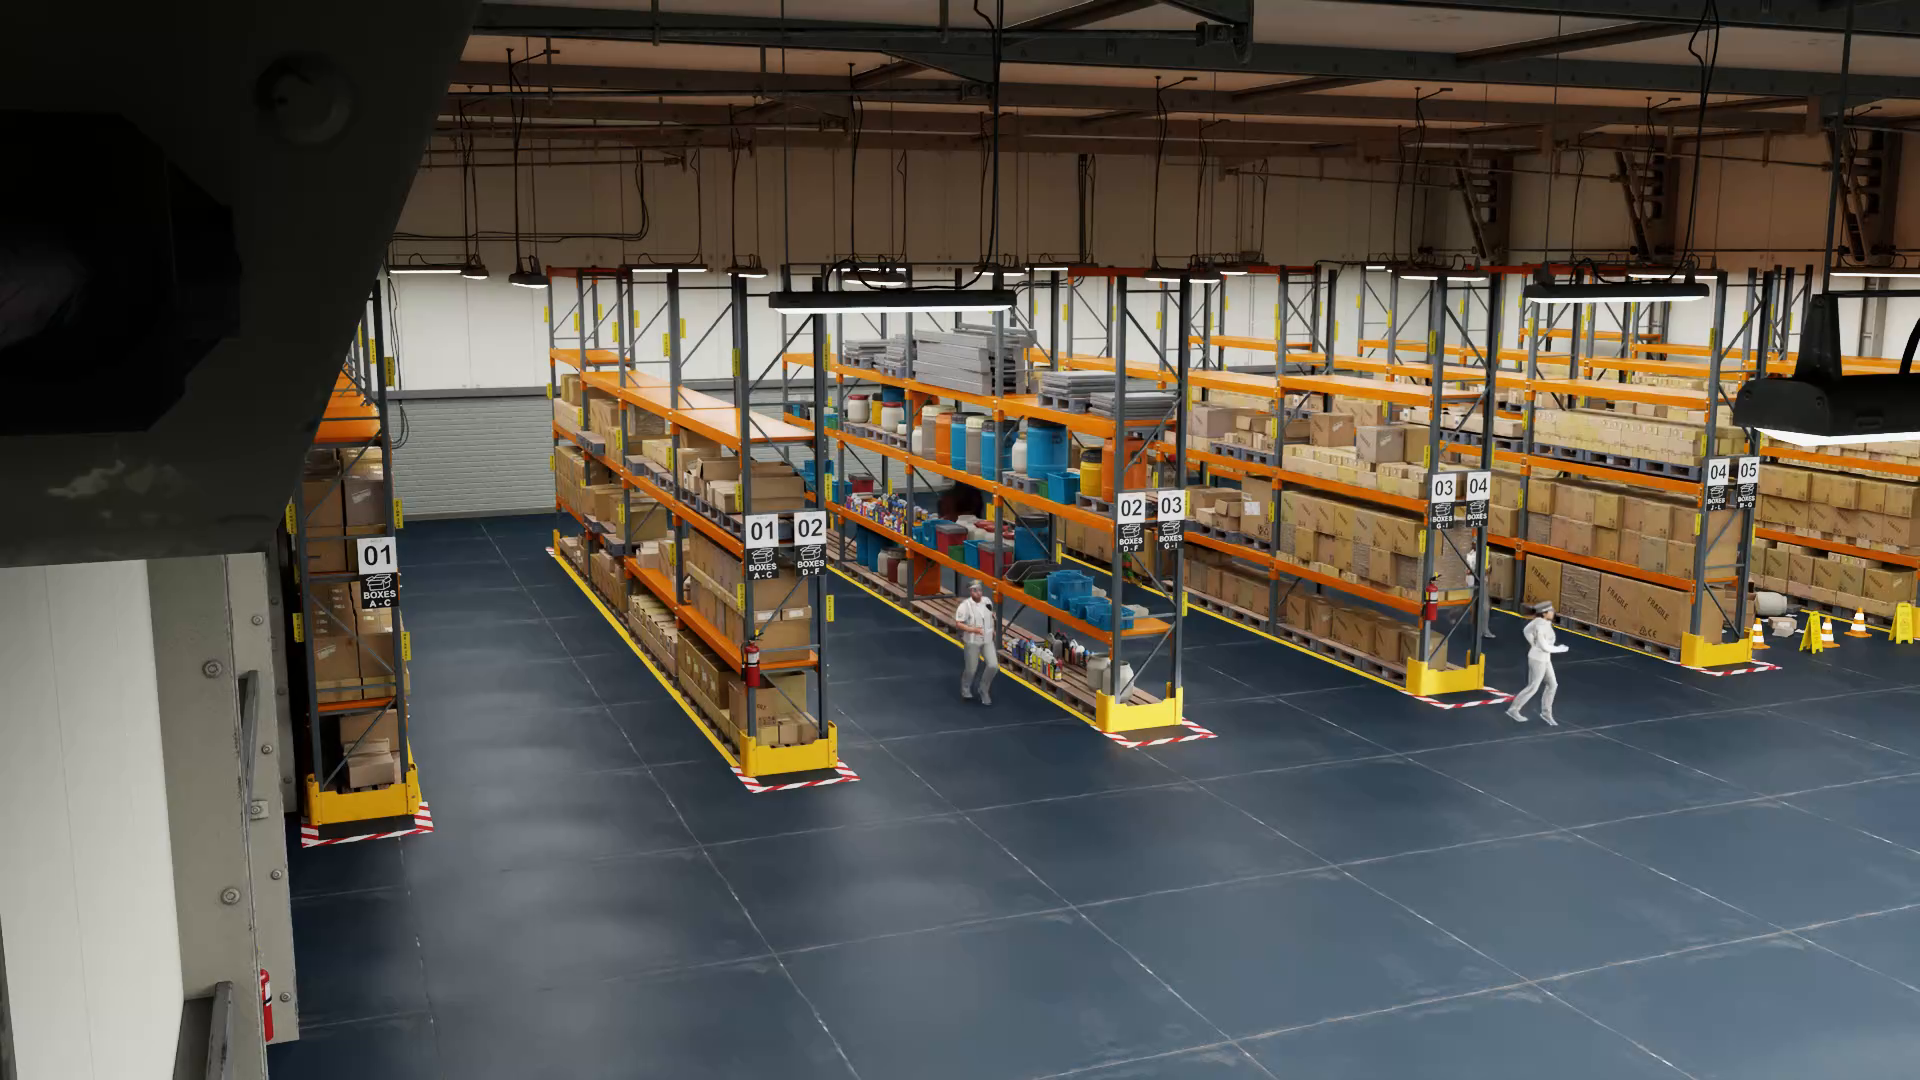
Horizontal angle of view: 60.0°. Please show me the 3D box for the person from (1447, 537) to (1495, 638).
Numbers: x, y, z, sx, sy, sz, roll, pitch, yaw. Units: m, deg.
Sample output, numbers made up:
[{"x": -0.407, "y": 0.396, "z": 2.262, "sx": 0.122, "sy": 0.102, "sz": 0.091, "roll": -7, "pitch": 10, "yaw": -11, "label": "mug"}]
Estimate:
[{"x": 8.517, "y": 0.738, "z": 27.504, "sx": 0.585, "sy": 1.673, "sz": 0.898, "roll": -6, "pitch": 12, "yaw": -31, "label": "person"}]

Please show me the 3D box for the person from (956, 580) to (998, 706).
[{"x": 0.254, "y": 1.443, "z": 23.397, "sx": 0.665, "sy": 1.820, "sz": 0.705, "roll": -4, "pitch": 11, "yaw": -23, "label": "person"}]

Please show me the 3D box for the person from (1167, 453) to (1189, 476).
[{"x": 5.308, "y": -1.621, "z": 41.074, "sx": 0.755, "sy": 1.678, "sz": 0.676, "roll": -5, "pitch": 11, "yaw": -25, "label": "person"}]

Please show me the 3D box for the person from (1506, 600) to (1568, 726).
[{"x": 7.763, "y": 1.663, "z": 22.325, "sx": 0.738, "sy": 1.763, "sz": 0.626, "roll": 3, "pitch": 10, "yaw": 19, "label": "person"}]

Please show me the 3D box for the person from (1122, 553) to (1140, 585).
[{"x": 3.071, "y": -0.133, "z": 30.405, "sx": 0.658, "sy": 1.816, "sz": 0.913, "roll": -5, "pitch": 11, "yaw": -28, "label": "person"}]
